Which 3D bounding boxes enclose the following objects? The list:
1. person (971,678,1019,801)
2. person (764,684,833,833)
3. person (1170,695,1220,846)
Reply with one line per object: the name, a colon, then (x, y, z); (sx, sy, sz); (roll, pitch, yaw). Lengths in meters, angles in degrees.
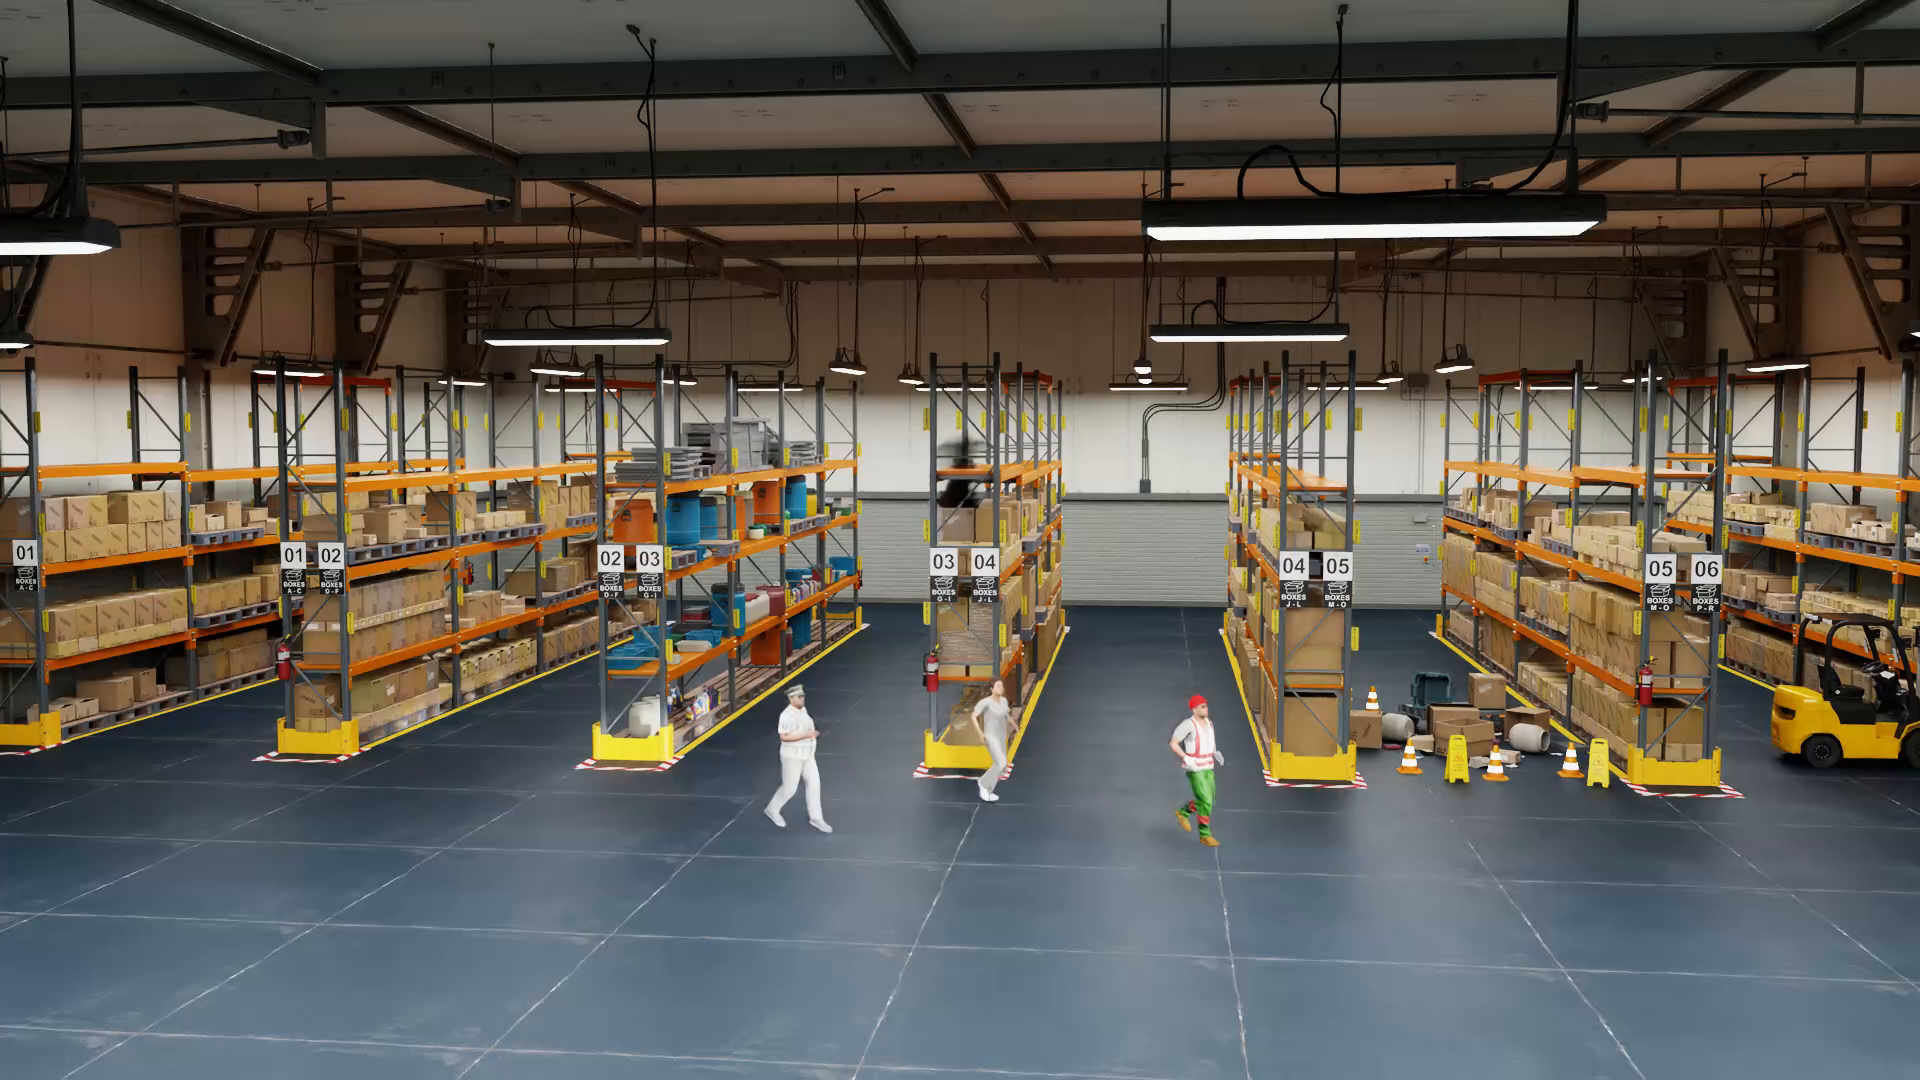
person: (0.491, 2.624, 21.838); (0.576, 1.629, 0.573); (4, 6, 43)
person: (-1.989, 2.657, 20.327); (0.898, 1.805, 0.635); (2, 5, 30)
person: (2.800, 2.720, 19.813); (0.667, 1.767, 0.741); (-4, 5, -43)
